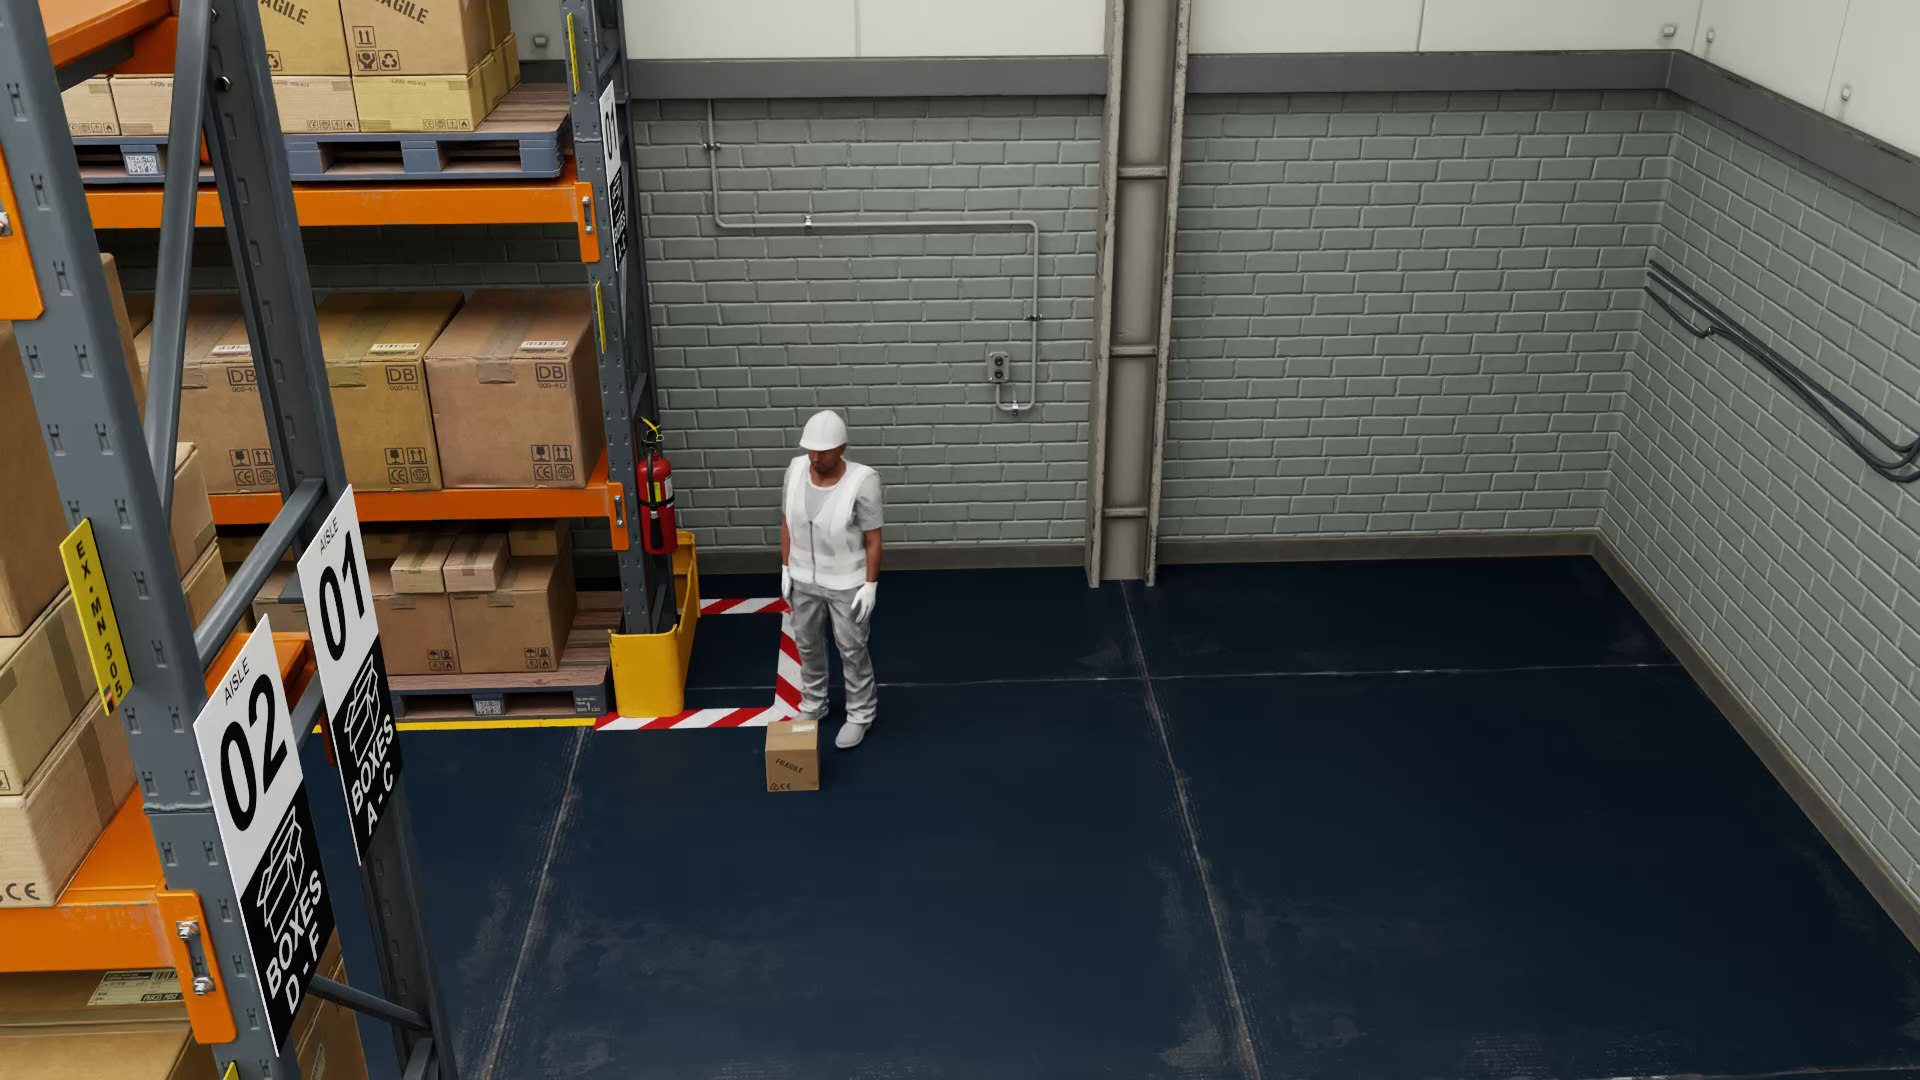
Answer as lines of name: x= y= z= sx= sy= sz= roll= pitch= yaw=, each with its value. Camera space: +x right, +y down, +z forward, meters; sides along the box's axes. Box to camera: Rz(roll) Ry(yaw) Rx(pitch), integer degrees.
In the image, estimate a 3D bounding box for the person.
person: x=-0.635 y=0.202 z=8.230 sx=0.546 sy=1.812 sz=0.356 roll=12 pitch=30 yaw=22
